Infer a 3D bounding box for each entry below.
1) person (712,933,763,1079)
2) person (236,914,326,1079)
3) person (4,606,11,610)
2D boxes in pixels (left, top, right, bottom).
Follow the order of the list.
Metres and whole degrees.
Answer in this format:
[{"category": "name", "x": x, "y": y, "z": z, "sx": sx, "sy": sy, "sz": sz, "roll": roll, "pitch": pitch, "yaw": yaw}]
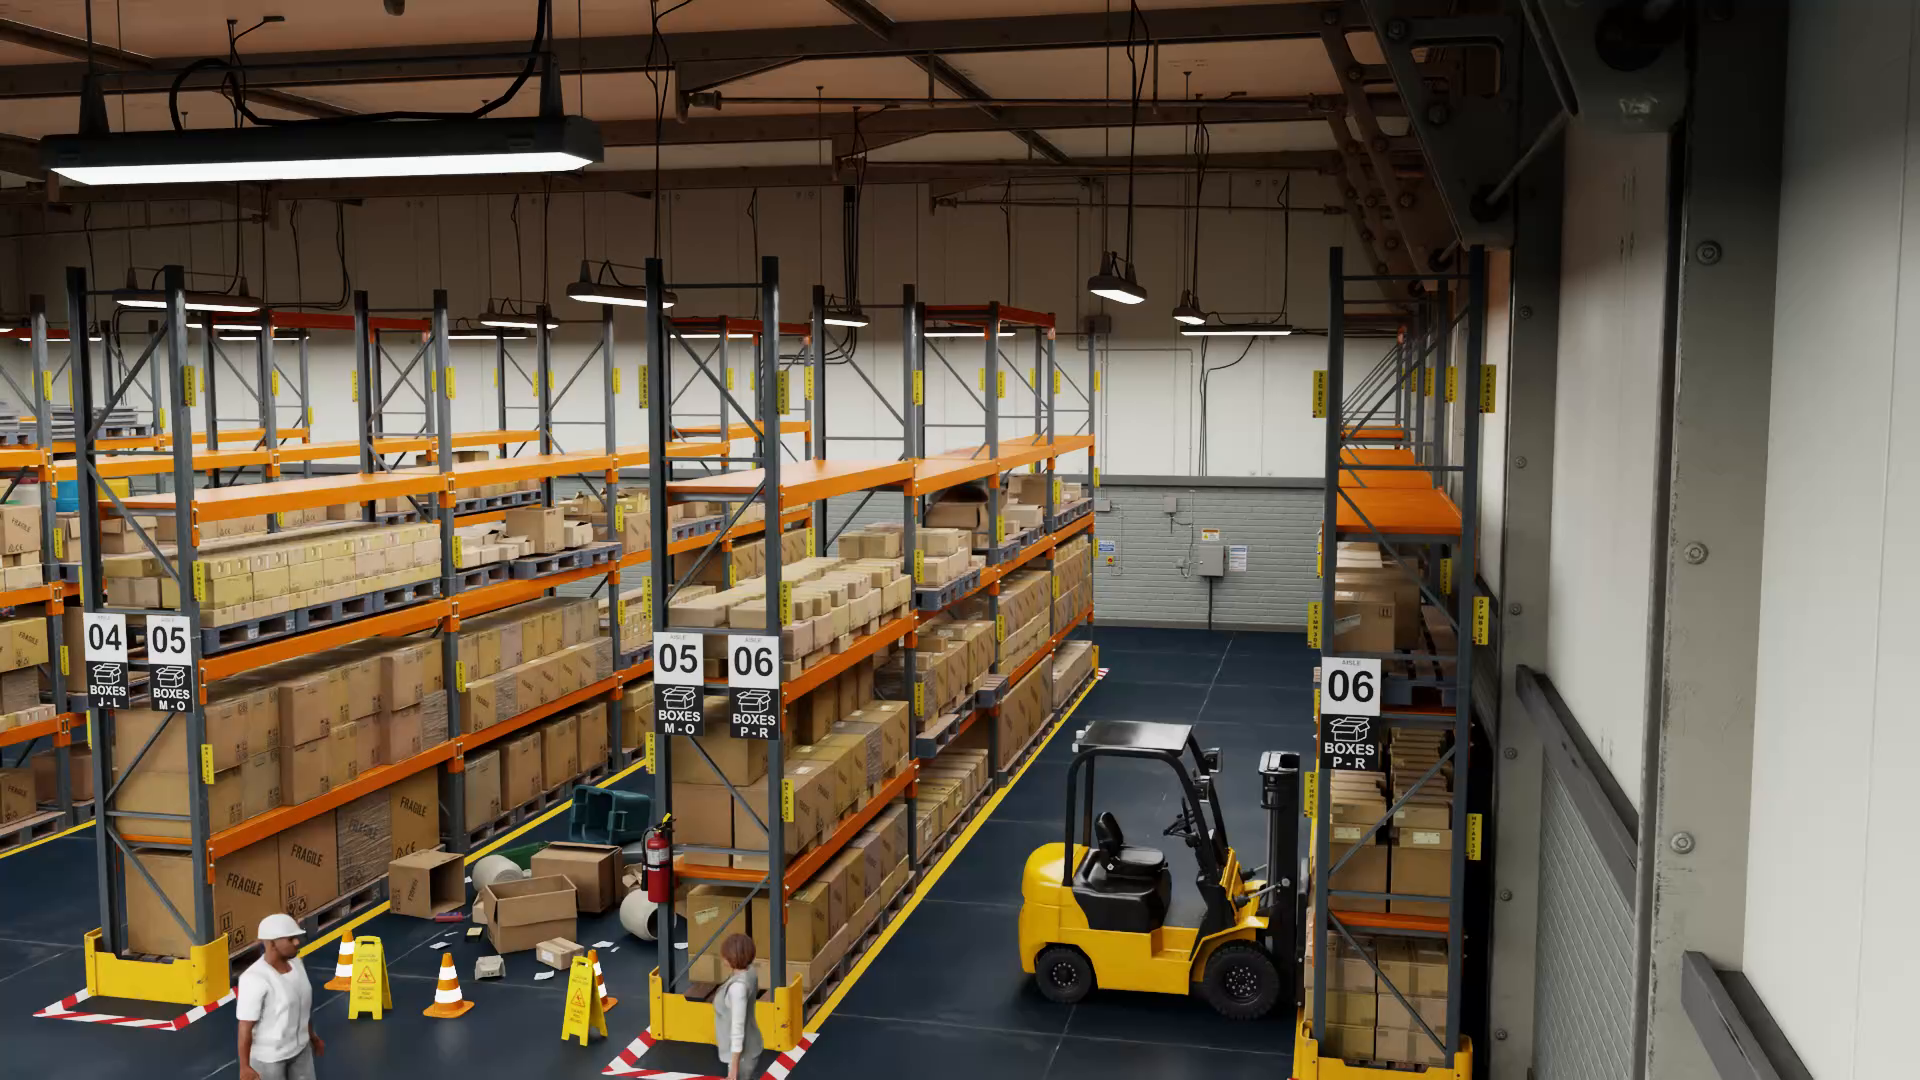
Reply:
[{"category": "person", "x": -1.406, "y": 3.305, "z": 10.603, "sx": 0.325, "sy": 1.628, "sz": 0.508, "roll": 0, "pitch": 6, "yaw": -4}, {"category": "person", "x": -4.295, "y": 3.252, "z": 10.521, "sx": 0.381, "sy": 1.803, "sz": 0.675, "roll": 1, "pitch": 6, "yaw": 14}, {"category": "person", "x": -20.200, "y": 0.748, "z": 34.741, "sx": 0.922, "sy": 1.758, "sz": 0.623, "roll": 0, "pitch": 6, "yaw": 1}]
